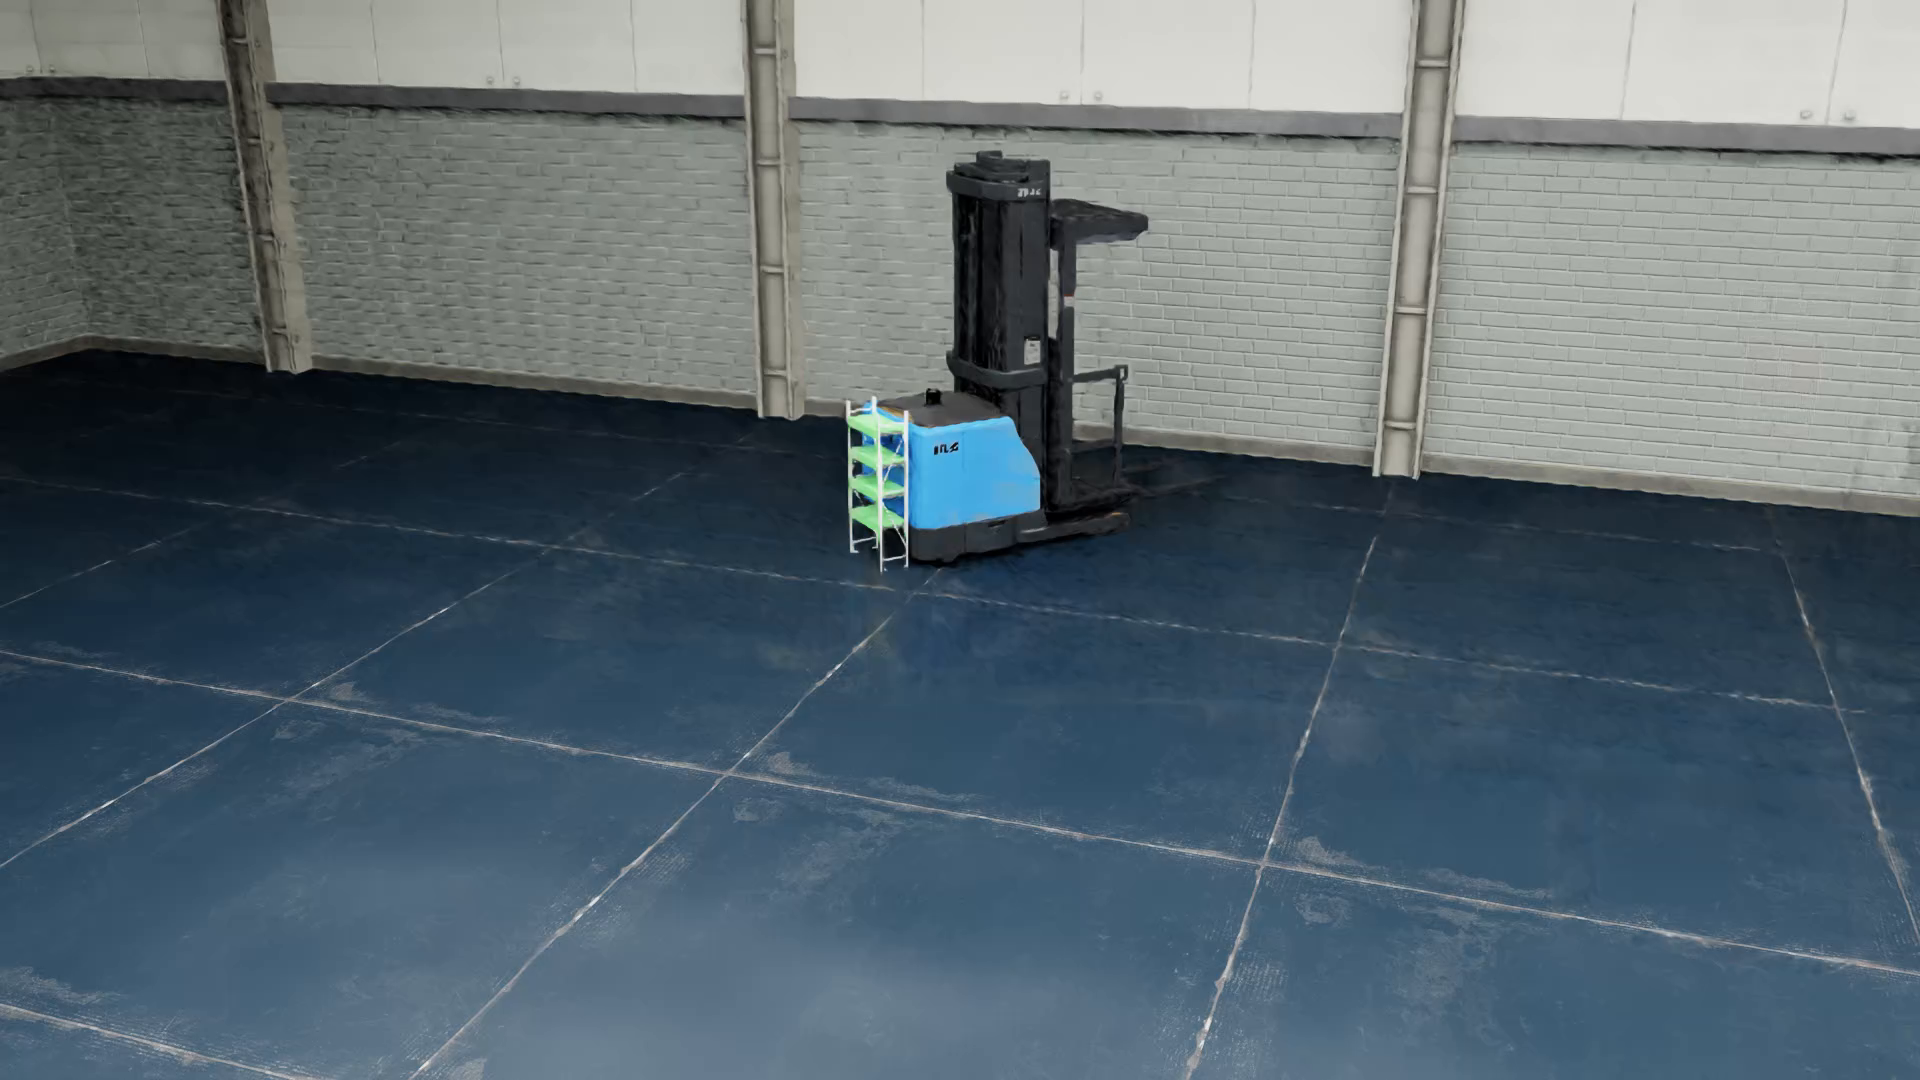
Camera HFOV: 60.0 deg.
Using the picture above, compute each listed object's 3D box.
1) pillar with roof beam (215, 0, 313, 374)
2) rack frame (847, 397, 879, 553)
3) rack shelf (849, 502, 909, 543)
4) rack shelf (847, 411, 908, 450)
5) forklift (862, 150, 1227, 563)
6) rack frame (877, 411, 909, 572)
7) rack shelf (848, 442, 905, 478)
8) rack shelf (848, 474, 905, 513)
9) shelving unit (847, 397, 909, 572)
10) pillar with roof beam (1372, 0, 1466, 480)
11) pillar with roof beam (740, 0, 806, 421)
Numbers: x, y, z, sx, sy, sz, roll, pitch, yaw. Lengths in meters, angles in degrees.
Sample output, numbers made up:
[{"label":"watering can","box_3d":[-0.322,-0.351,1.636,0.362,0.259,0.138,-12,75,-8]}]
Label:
[{"label":"pillar with roof beam","box_3d":[-8.863,-4.805,13.188,0.400,9.000,9.100,7,20,18]},{"label":"rack frame","box_3d":[-0.738,-0.490,12.659,0.240,1.200,0.015,-11,22,-29]},{"label":"rack shelf","box_3d":[-0.615,-0.134,12.560,0.258,0.148,0.480,-11,22,-29]},{"label":"rack shelf","box_3d":[-0.615,-0.814,12.323,0.258,0.148,0.480,-11,22,-29]},{"label":"forklift","box_3d":[0.761,-1.546,13.058,3.031,2.935,1.130,-11,22,-28]},{"label":"rack frame","box_3d":[-0.491,-0.351,12.262,0.240,1.200,0.015,-11,22,-29]},{"label":"rack shelf","box_3d":[-0.615,-0.587,12.402,0.258,0.148,0.480,-11,22,-29]},{"label":"rack shelf","box_3d":[-0.615,-0.360,12.481,0.258,0.148,0.480,-11,22,-29]},{"label":"shelving unit","box_3d":[-0.615,-0.421,12.460,0.258,1.200,0.503,-11,22,-29]},{"label":"pillar with roof beam","box_3d":[2.473,-3.508,9.470,0.400,9.000,9.100,7,20,18]},{"label":"pillar with roof beam","box_3d":[-3.195,-4.157,11.329,0.400,9.000,9.100,7,20,18]}]
